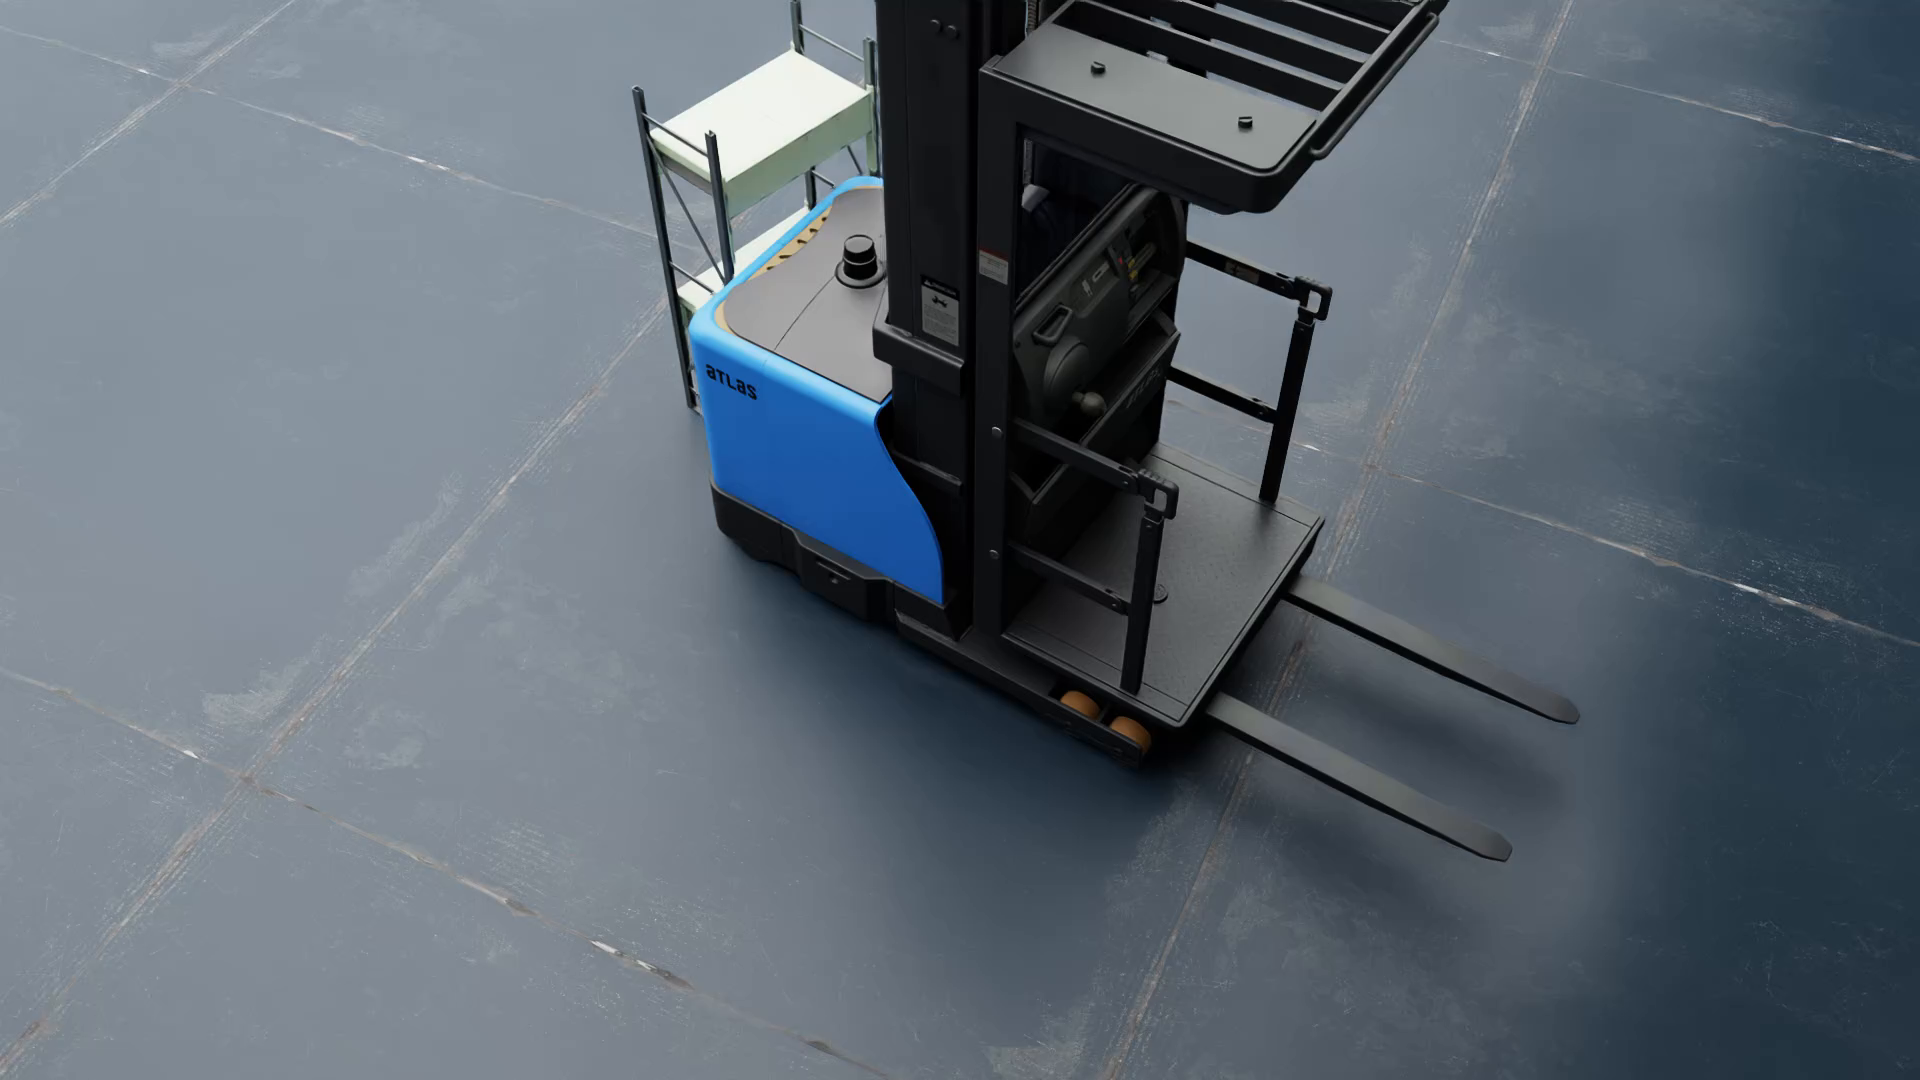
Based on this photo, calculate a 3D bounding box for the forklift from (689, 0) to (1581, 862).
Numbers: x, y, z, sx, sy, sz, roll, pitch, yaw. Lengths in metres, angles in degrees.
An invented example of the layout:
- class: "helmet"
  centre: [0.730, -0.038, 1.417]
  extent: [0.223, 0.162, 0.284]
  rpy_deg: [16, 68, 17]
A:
- class: "forklift"
  centre: [0.600, -0.662, 4.889]
  extent: [3.031, 2.935, 1.130]
  rpy_deg: [27, 55, 21]

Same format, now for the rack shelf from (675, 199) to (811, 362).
- class: "rack shelf"
  centre: [-0.700, -0.927, 6.482]
  extent: [0.431, 0.370, 0.720]
  rpy_deg: [35, 58, 26]

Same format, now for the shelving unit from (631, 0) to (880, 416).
- class: "shelving unit"
  centre: [-0.700, -1.138, 6.233]
  extent: [0.431, 1.500, 0.755]
  rpy_deg: [35, 58, 26]

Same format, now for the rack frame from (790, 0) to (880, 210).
- class: "rack frame"
  centre: [-0.453, -1.343, 6.408]
  extent: [0.400, 1.500, 0.023]
  rpy_deg: [35, 58, 26]

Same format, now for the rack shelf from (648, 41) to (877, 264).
- class: "rack shelf"
  centre: [-0.700, -1.391, 5.936]
  extent: [0.431, 0.370, 0.720]
  rpy_deg: [35, 58, 26]

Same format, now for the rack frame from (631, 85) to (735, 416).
- class: "rack frame"
  centre: [-0.947, -0.932, 6.059]
  extent: [0.400, 1.500, 0.023]
  rpy_deg: [35, 58, 26]
